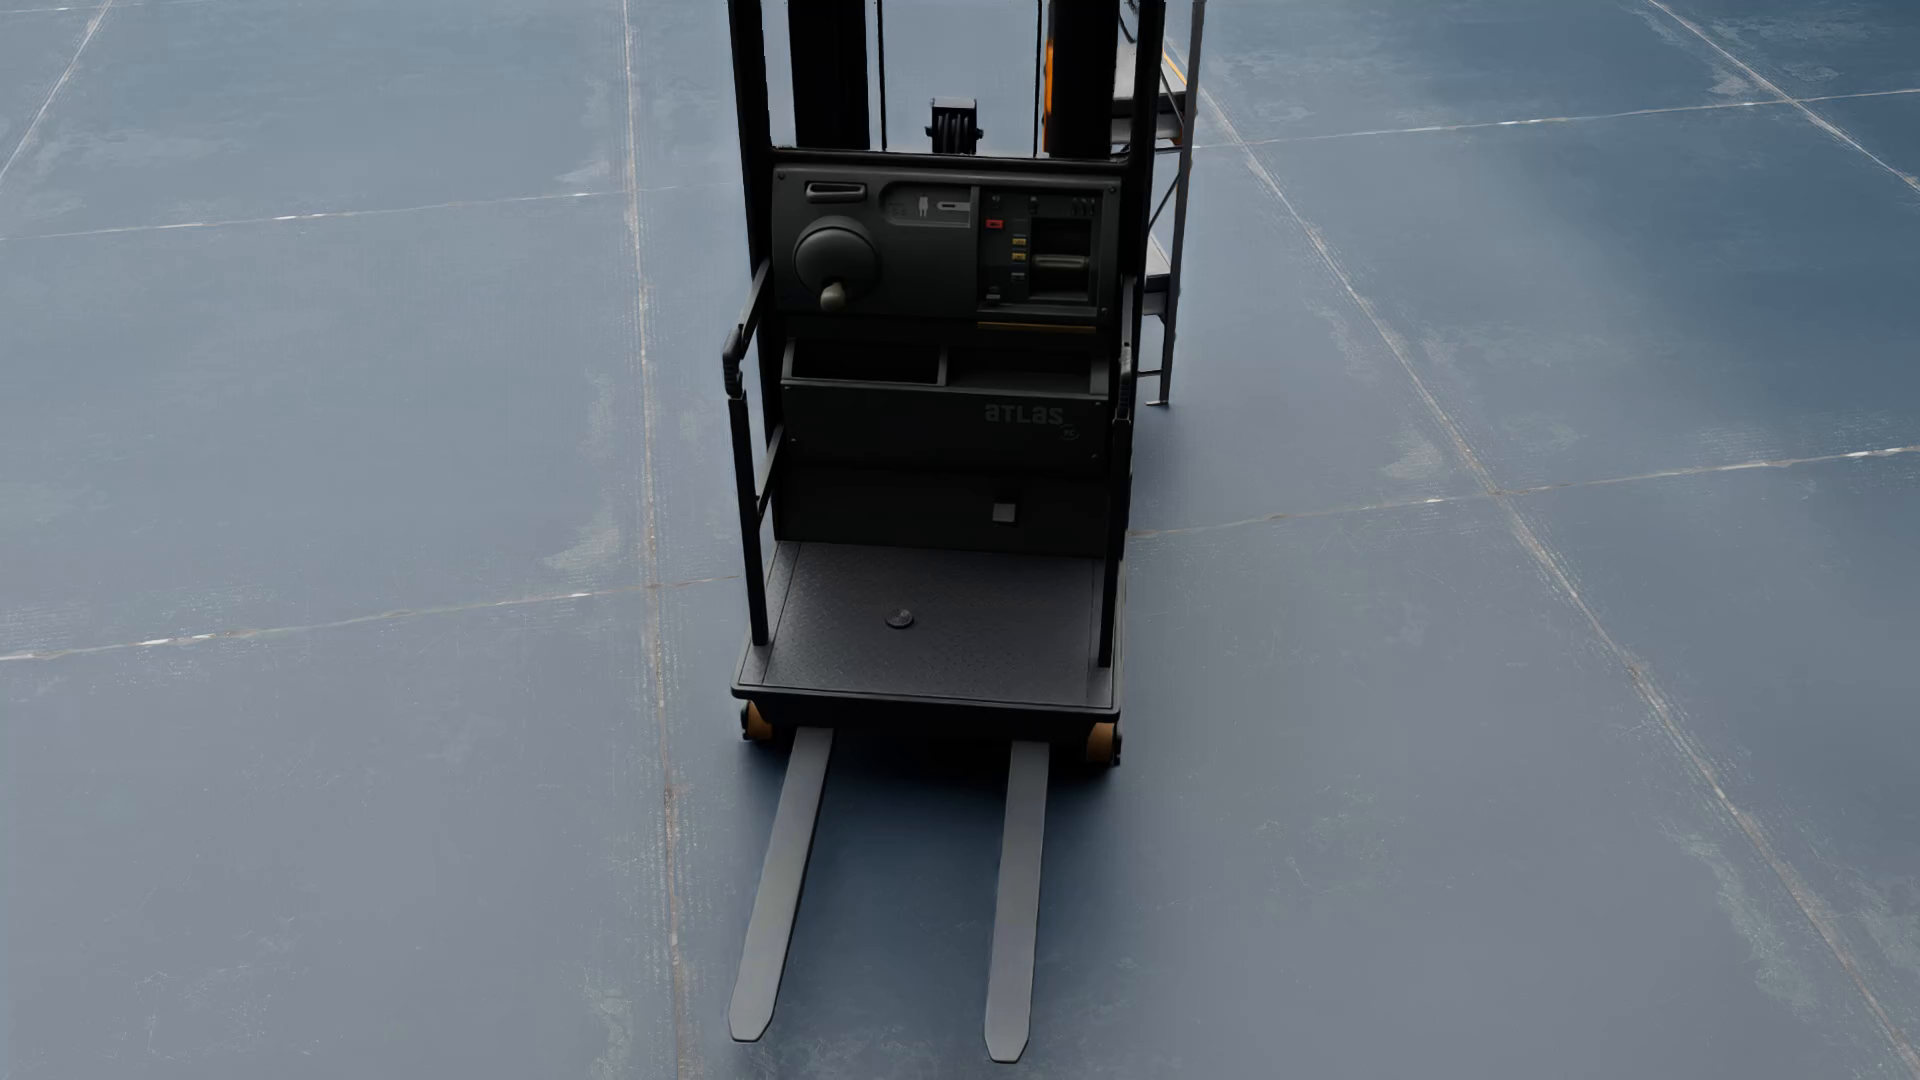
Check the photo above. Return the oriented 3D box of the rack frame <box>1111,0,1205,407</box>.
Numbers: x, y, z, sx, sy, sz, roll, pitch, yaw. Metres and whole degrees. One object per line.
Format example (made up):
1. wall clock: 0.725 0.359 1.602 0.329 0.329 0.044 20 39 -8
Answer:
1. rack frame: 0.608 -1.334 5.756 0.400 2.100 0.015 -7 38 -9

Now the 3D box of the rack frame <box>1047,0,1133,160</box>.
1. rack frame: 0.510 -1.628 6.134 0.400 2.100 0.015 -7 38 -9

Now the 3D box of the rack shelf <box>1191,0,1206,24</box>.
1. rack shelf: 0.559 -2.023 5.524 0.431 0.518 0.480 -7 38 -9

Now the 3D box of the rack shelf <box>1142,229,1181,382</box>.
1. rack shelf: 0.559 -0.917 6.383 0.431 0.518 0.480 -7 38 -9

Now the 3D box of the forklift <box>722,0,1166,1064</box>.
1. forklift: -0.058 -0.719 4.287 1.130 2.935 3.031 3 38 4

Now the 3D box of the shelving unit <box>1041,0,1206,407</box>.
1. shelving unit: 0.559 -1.481 5.945 0.431 2.100 0.503 -7 38 -9

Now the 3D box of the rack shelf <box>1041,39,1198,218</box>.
1. rack shelf: 0.559 -1.470 5.953 0.431 0.518 0.480 -7 38 -9
